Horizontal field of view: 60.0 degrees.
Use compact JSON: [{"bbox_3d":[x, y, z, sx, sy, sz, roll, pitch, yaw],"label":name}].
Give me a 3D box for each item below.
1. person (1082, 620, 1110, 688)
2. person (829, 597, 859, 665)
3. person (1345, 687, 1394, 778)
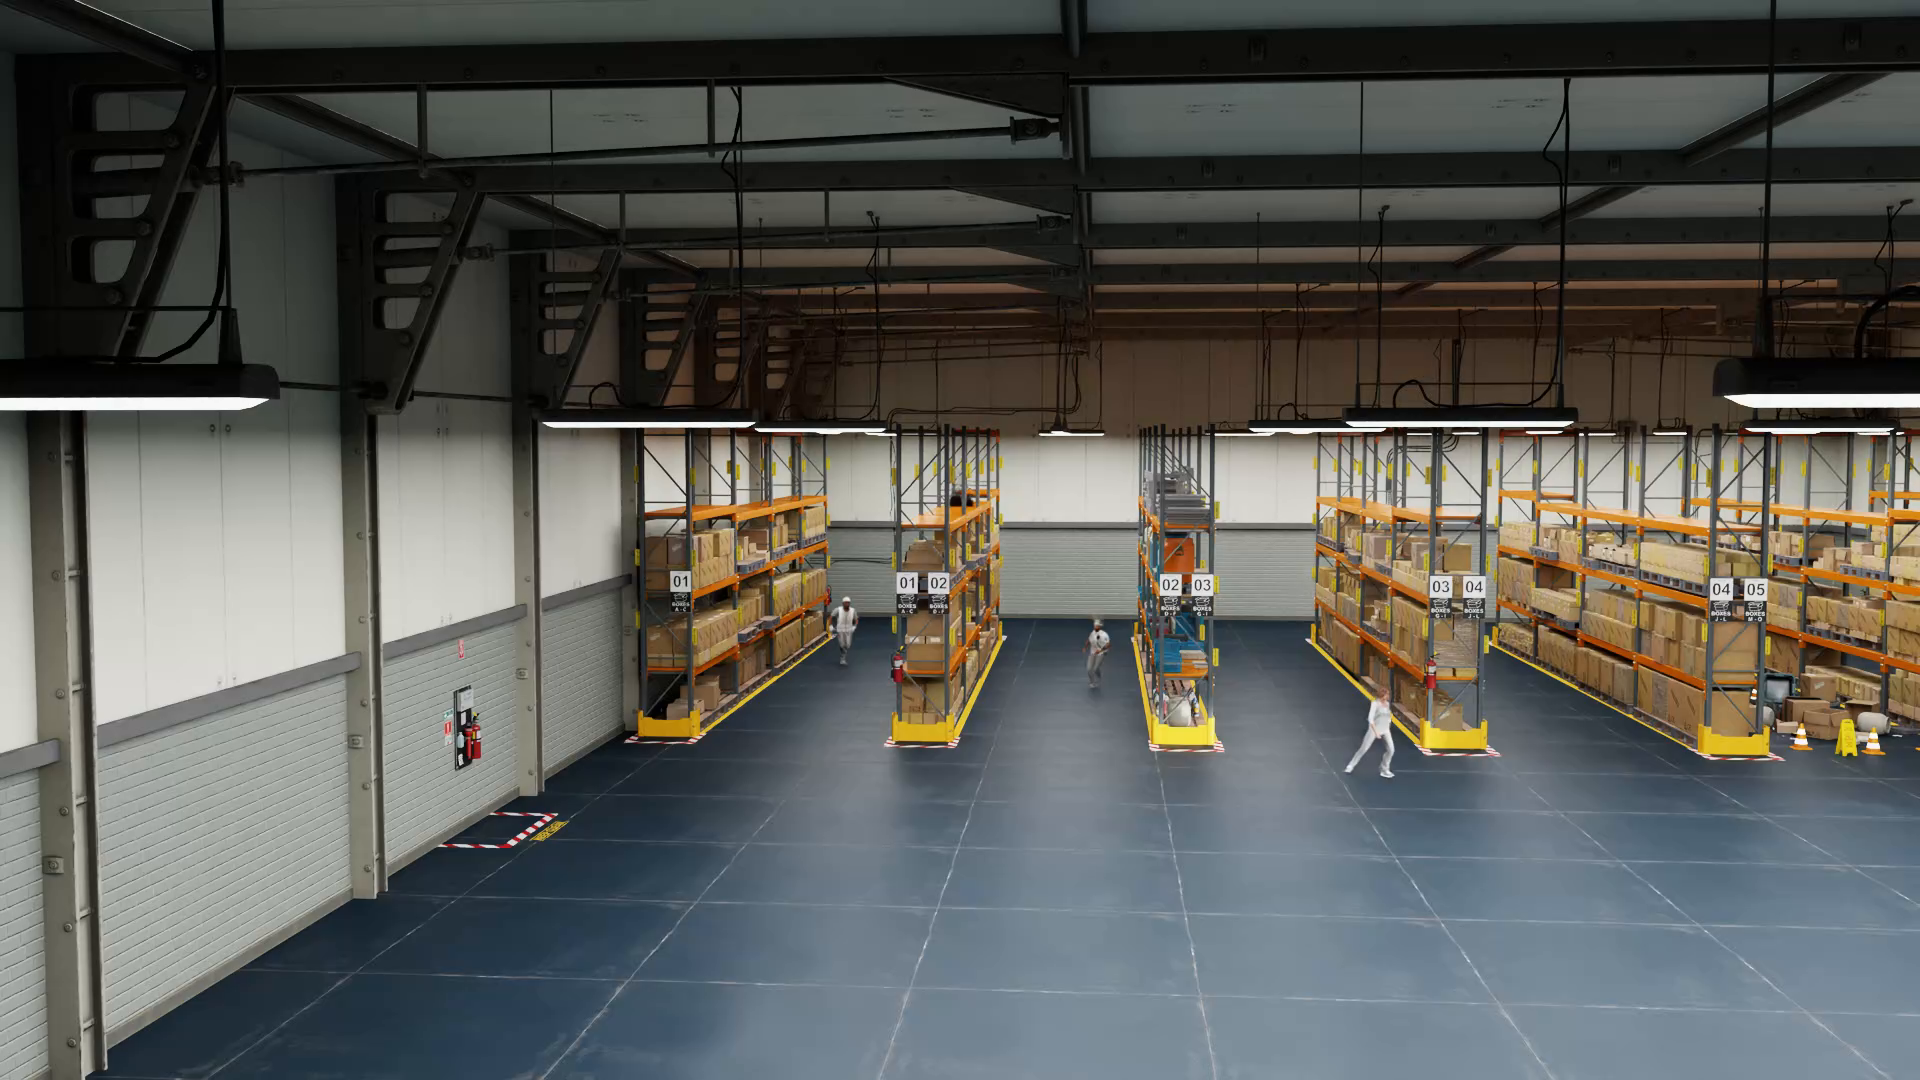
[{"bbox_3d":[3.158,2.617,38.271,0.654,1.607,0.494,2,4,30],"label":"person"},{"bbox_3d":[-2.929,2.302,42.018,0.755,1.735,0.555,-1,4,-13],"label":"person"},{"bbox_3d":[6.943,3.240,28.170,0.704,1.533,0.660,-1,4,-20],"label":"person"}]
